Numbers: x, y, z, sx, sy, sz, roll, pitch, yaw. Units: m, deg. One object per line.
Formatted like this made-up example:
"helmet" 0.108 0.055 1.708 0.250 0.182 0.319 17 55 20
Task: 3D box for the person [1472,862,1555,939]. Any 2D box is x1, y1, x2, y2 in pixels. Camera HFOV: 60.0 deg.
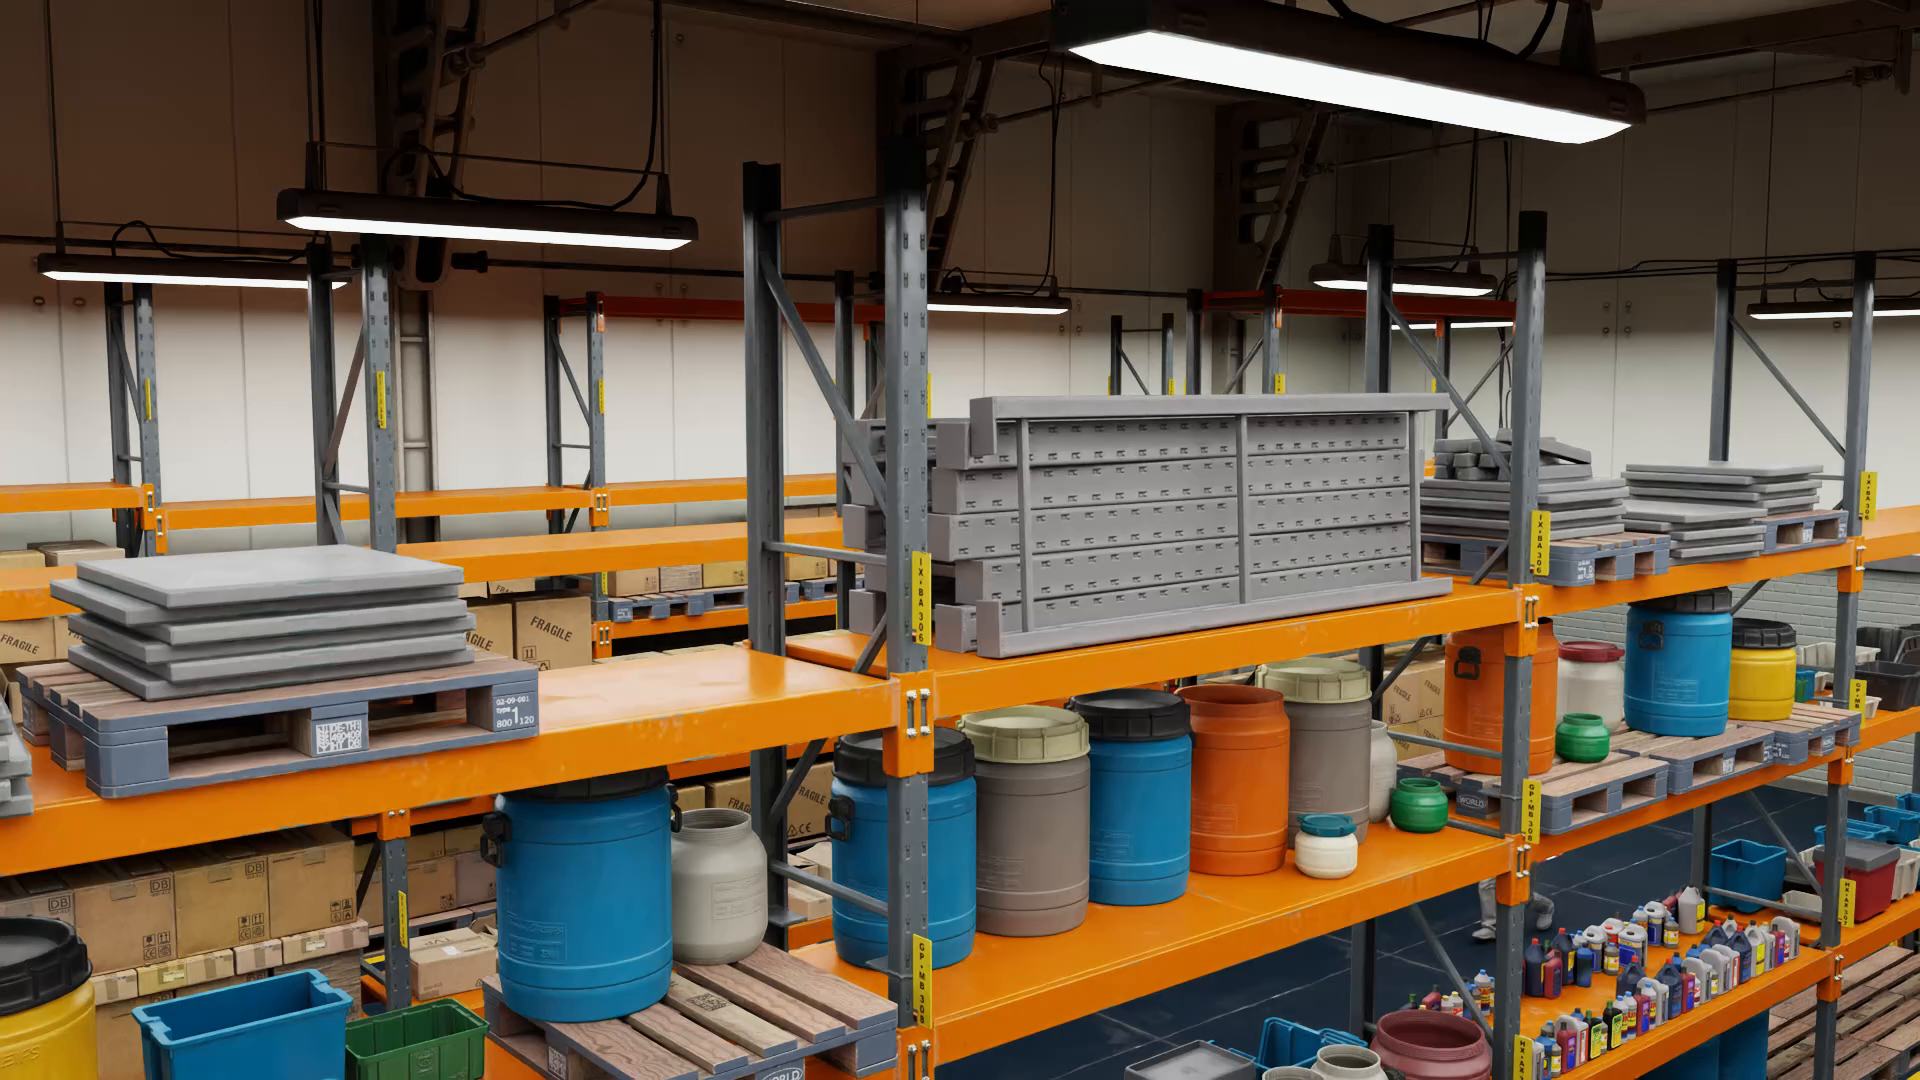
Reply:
"person" 5.140 2.854 15.465 1.018 1.664 0.531 -4 7 -35
